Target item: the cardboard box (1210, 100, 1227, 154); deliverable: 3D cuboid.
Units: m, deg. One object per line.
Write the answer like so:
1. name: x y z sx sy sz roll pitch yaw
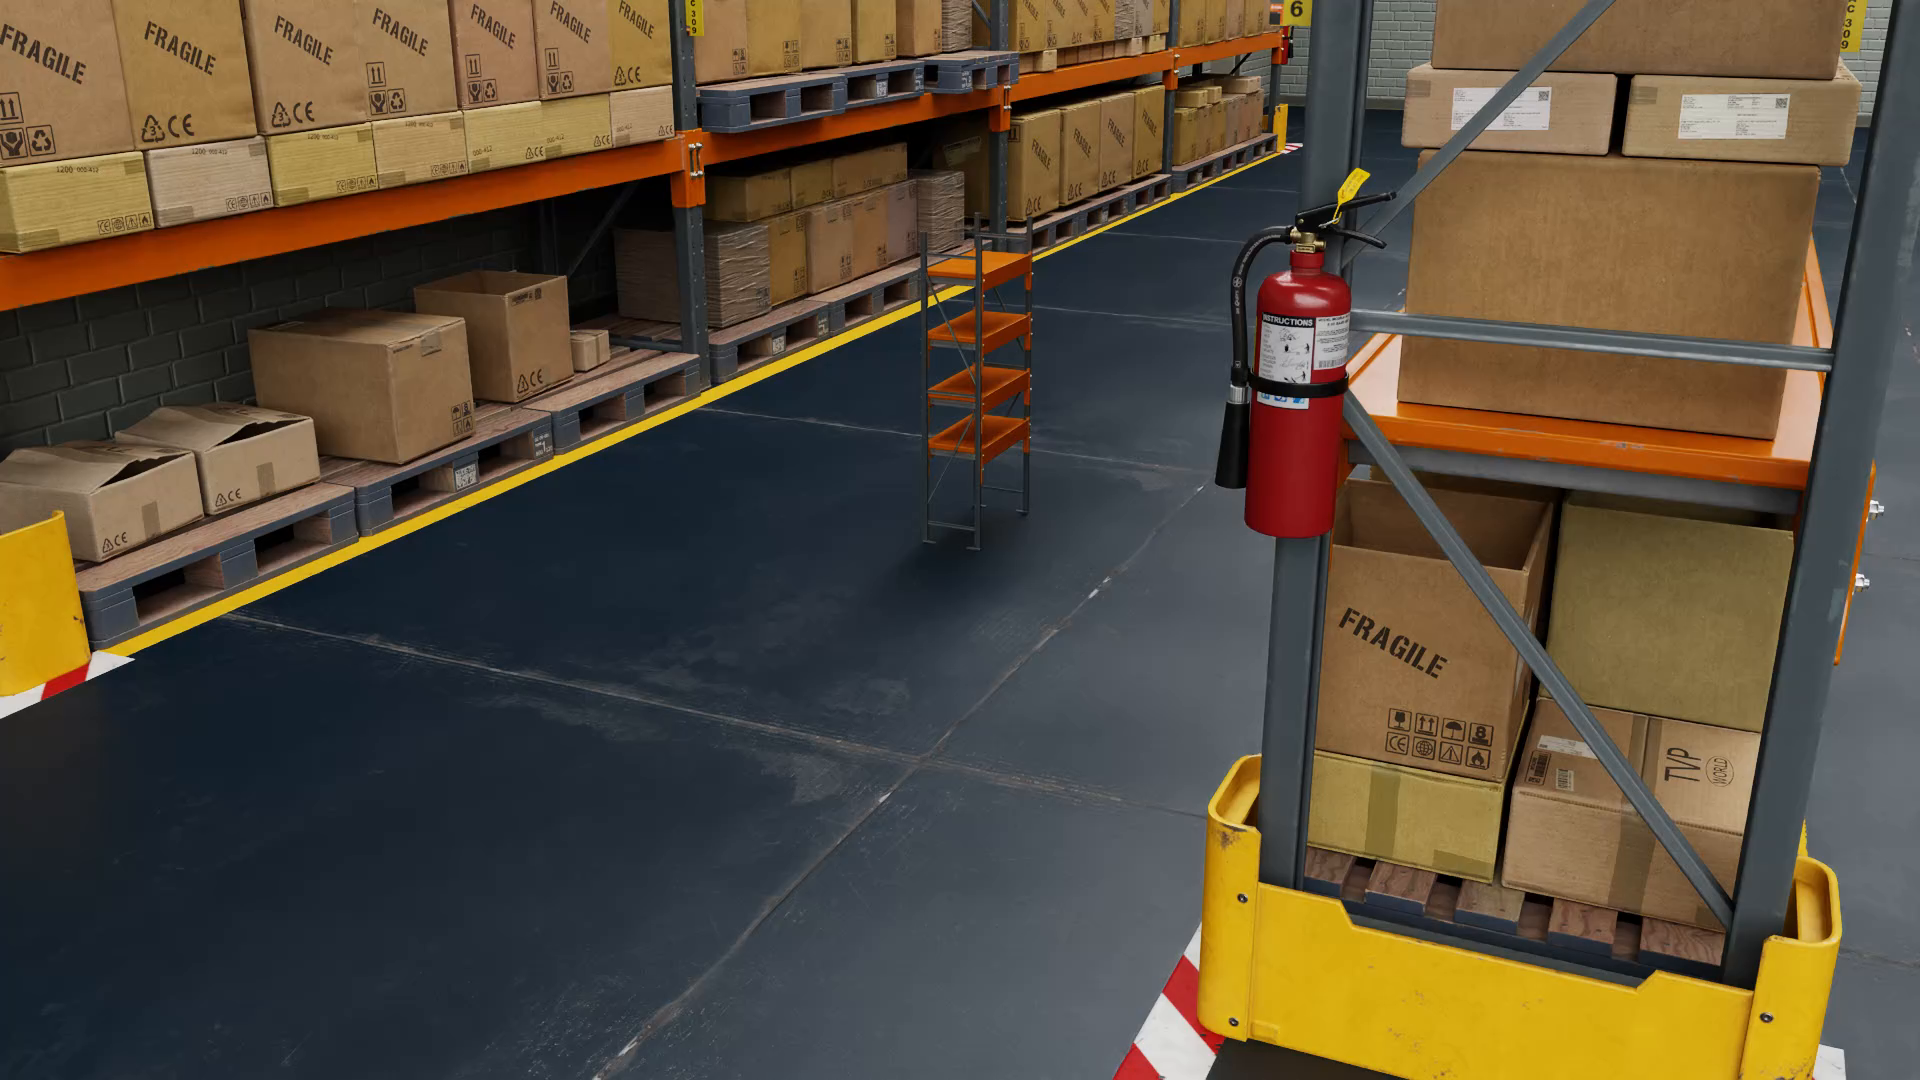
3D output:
1. cardboard box: 2.316 -4.246 17.035 0.700 0.500 0.500 9 22 24

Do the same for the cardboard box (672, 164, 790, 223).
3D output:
1. cardboard box: -1.317 -2.001 9.574 0.500 0.250 0.500 8 21 22

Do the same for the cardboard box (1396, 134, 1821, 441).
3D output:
1. cardboard box: 1.305 -0.543 3.369 0.700 0.500 0.500 9 21 23

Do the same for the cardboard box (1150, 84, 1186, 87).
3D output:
1. cardboard box: 2.080 -4.544 16.905 0.380 0.149 0.250 9 21 23

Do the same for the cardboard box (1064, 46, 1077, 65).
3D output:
1. cardboard box: 0.705 -3.836 13.123 0.380 0.149 0.250 9 21 24

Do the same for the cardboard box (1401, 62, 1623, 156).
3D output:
1. cardboard box: 1.085 -0.850 3.266 0.380 0.149 0.250 8 21 22

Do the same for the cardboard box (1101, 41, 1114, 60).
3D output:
1. cardboard box: 1.055 -4.068 13.776 0.380 0.149 0.250 8 21 21

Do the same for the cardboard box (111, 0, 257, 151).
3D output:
1. cardboard box: -2.737 -1.580 5.509 0.500 0.500 0.500 9 21 23

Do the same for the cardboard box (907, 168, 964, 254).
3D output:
1. cardboard box: -0.390 -2.281 11.480 0.700 0.500 0.500 9 21 23

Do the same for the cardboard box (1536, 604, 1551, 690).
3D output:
1. cardboard box: 1.449 0.231 4.820 0.500 0.250 0.500 9 21 23

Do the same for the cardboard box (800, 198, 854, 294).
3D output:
1. cardboard box: -1.083 -1.828 10.207 0.700 0.500 0.500 9 21 23

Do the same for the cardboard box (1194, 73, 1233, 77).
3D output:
1. cardboard box: 2.807 -5.088 18.435 0.380 0.149 0.250 9 21 23

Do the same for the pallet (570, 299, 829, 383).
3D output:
1. pallet: -1.463 -1.180 9.473 1.003 0.211 1.213 9 21 23

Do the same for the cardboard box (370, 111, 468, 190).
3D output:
1. cardboard box: -2.306 -1.547 6.537 0.500 0.250 0.500 9 21 23

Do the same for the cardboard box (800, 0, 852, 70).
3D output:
1. cardboard box: -1.065 -3.037 9.725 0.700 0.500 0.500 12 23 30

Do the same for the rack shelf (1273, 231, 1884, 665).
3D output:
1. rack shelf: 1.921 -0.627 4.829 1.077 0.370 4.000 9 21 23

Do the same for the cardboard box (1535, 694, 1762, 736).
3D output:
1. cardboard box: 1.726 0.456 4.186 0.500 0.250 0.500 9 21 23

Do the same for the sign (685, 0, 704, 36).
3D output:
1. sign: -1.282 -2.592 7.988 0.100 0.325 0.005 9 21 23

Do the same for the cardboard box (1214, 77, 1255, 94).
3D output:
1. cardboard box: 2.948 -4.880 17.849 0.380 0.149 0.250 9 22 24

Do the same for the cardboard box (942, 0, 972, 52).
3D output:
1. cardboard box: -0.326 -3.588 11.276 0.700 0.500 0.500 6 20 16

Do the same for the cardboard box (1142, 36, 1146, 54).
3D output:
1. cardboard box: 1.386 -4.297 14.420 0.380 0.149 0.250 9 22 24

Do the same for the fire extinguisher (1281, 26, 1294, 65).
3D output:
1. fire extinguisher: 3.616 -5.695 18.678 0.296 0.674 0.183 9 21 23

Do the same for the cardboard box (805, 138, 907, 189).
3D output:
1. cardboard box: -0.681 -2.469 10.889 0.500 0.250 0.500 9 21 24

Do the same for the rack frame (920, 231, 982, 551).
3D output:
1. rack frame: -0.032 -0.541 6.200 0.240 1.200 0.015 9 21 23

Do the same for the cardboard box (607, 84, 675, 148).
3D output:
1. cardboard box: -1.698 -2.008 7.833 0.500 0.250 0.500 9 21 23

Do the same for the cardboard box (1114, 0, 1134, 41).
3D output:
1. cardboard box: 1.123 -4.413 13.777 0.500 0.500 0.500 9 21 23

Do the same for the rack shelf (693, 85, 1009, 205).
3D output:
1. rack shelf: -0.962 -2.528 10.175 1.077 0.370 4.000 9 21 23

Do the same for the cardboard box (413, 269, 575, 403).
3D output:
1. cardboard box: -2.169 -0.963 7.773 0.500 0.500 0.500 7 21 19

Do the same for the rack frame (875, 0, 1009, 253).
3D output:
1. rack frame: -0.143 -3.479 11.774 1.000 3.000 0.127 9 21 23

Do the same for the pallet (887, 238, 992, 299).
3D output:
1. pallet: -0.464 -1.926 11.570 1.003 0.211 1.213 9 21 23

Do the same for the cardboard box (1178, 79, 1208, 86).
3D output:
1. cardboard box: 2.394 -4.779 17.565 0.380 0.149 0.250 9 21 23

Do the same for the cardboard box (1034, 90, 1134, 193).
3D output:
1. cardboard box: 0.986 -3.398 14.128 0.750 0.750 0.750 9 22 24

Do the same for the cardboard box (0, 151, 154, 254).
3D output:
1. cardboard box: -2.929 -1.078 5.216 0.500 0.250 0.500 8 21 21

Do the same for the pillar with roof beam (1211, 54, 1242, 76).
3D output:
1. pillar with roof beam: 7.377 -9.104 18.639 9.100 9.000 0.400 9 21 23

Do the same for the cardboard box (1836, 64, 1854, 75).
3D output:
1. cardboard box: 1.565 -0.879 3.346 0.380 0.149 0.250 8 21 21

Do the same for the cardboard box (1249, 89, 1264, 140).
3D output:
1. cardboard box: 2.938 -4.717 18.359 0.700 0.500 0.500 9 21 23

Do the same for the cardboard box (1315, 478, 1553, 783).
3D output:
1. cardboard box: 1.050 0.185 3.830 0.500 0.500 0.500 9 21 23

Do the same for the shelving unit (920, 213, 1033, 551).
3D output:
1. shelving unit: 0.068 -0.616 6.410 0.258 1.200 0.503 9 21 23

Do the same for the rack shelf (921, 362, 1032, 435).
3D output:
1. rack shelf: 0.068 -0.553 6.433 0.258 0.148 0.480 9 21 23

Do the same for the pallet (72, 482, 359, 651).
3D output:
1. pallet: -3.023 0.014 6.115 1.003 0.211 1.213 9 21 23

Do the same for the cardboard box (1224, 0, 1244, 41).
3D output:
1. cardboard box: 2.325 -5.453 16.877 0.980 0.700 0.700 7 21 20

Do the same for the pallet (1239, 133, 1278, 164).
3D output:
1. pallet: 2.877 -4.355 18.400 1.003 0.211 1.213 9 21 23

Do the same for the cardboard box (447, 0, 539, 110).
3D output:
1. cardboard box: -2.107 -2.055 6.846 0.500 0.500 0.500 8 21 21

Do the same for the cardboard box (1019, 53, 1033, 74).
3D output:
1. cardboard box: 0.315 -3.515 12.220 0.380 0.149 0.250 9 21 23

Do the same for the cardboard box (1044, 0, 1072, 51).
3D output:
1. cardboard box: 0.513 -3.948 12.469 0.500 0.500 0.500 9 22 24

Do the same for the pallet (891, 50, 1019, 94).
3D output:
1. pallet: -0.337 -3.156 11.153 1.213 0.211 1.003 9 21 23

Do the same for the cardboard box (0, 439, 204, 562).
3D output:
1. cardboard box: -3.053 -0.173 5.834 0.500 0.311 0.500 6 20 17

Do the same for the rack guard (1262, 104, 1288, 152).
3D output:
1. rack guard: 3.143 -4.754 19.090 1.175 0.500 0.348 9 21 23
